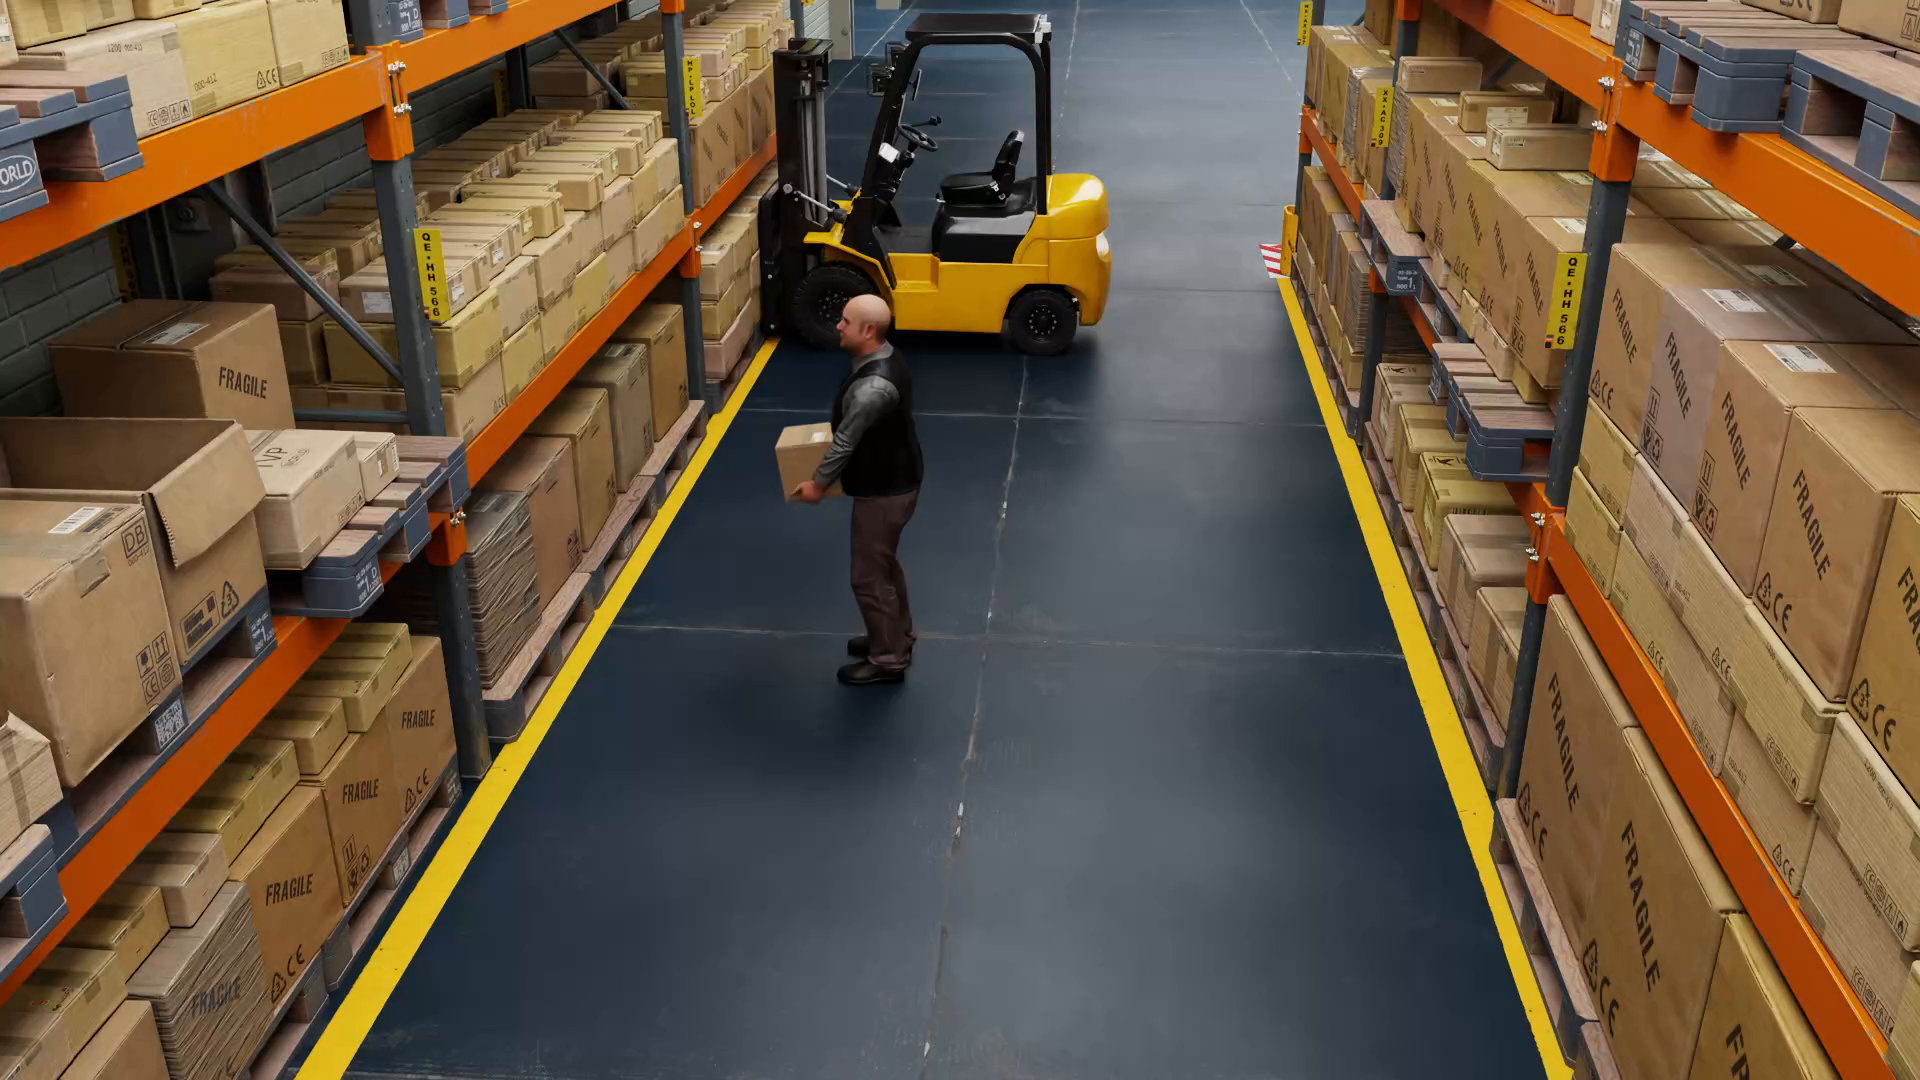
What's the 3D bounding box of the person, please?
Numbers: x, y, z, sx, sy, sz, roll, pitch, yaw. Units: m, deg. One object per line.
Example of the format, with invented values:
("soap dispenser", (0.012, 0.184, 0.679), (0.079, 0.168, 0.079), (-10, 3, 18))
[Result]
("person", (-0.434, -0.212, 7.112), (0.558, 1.720, 0.494), (1, 24, 3))
